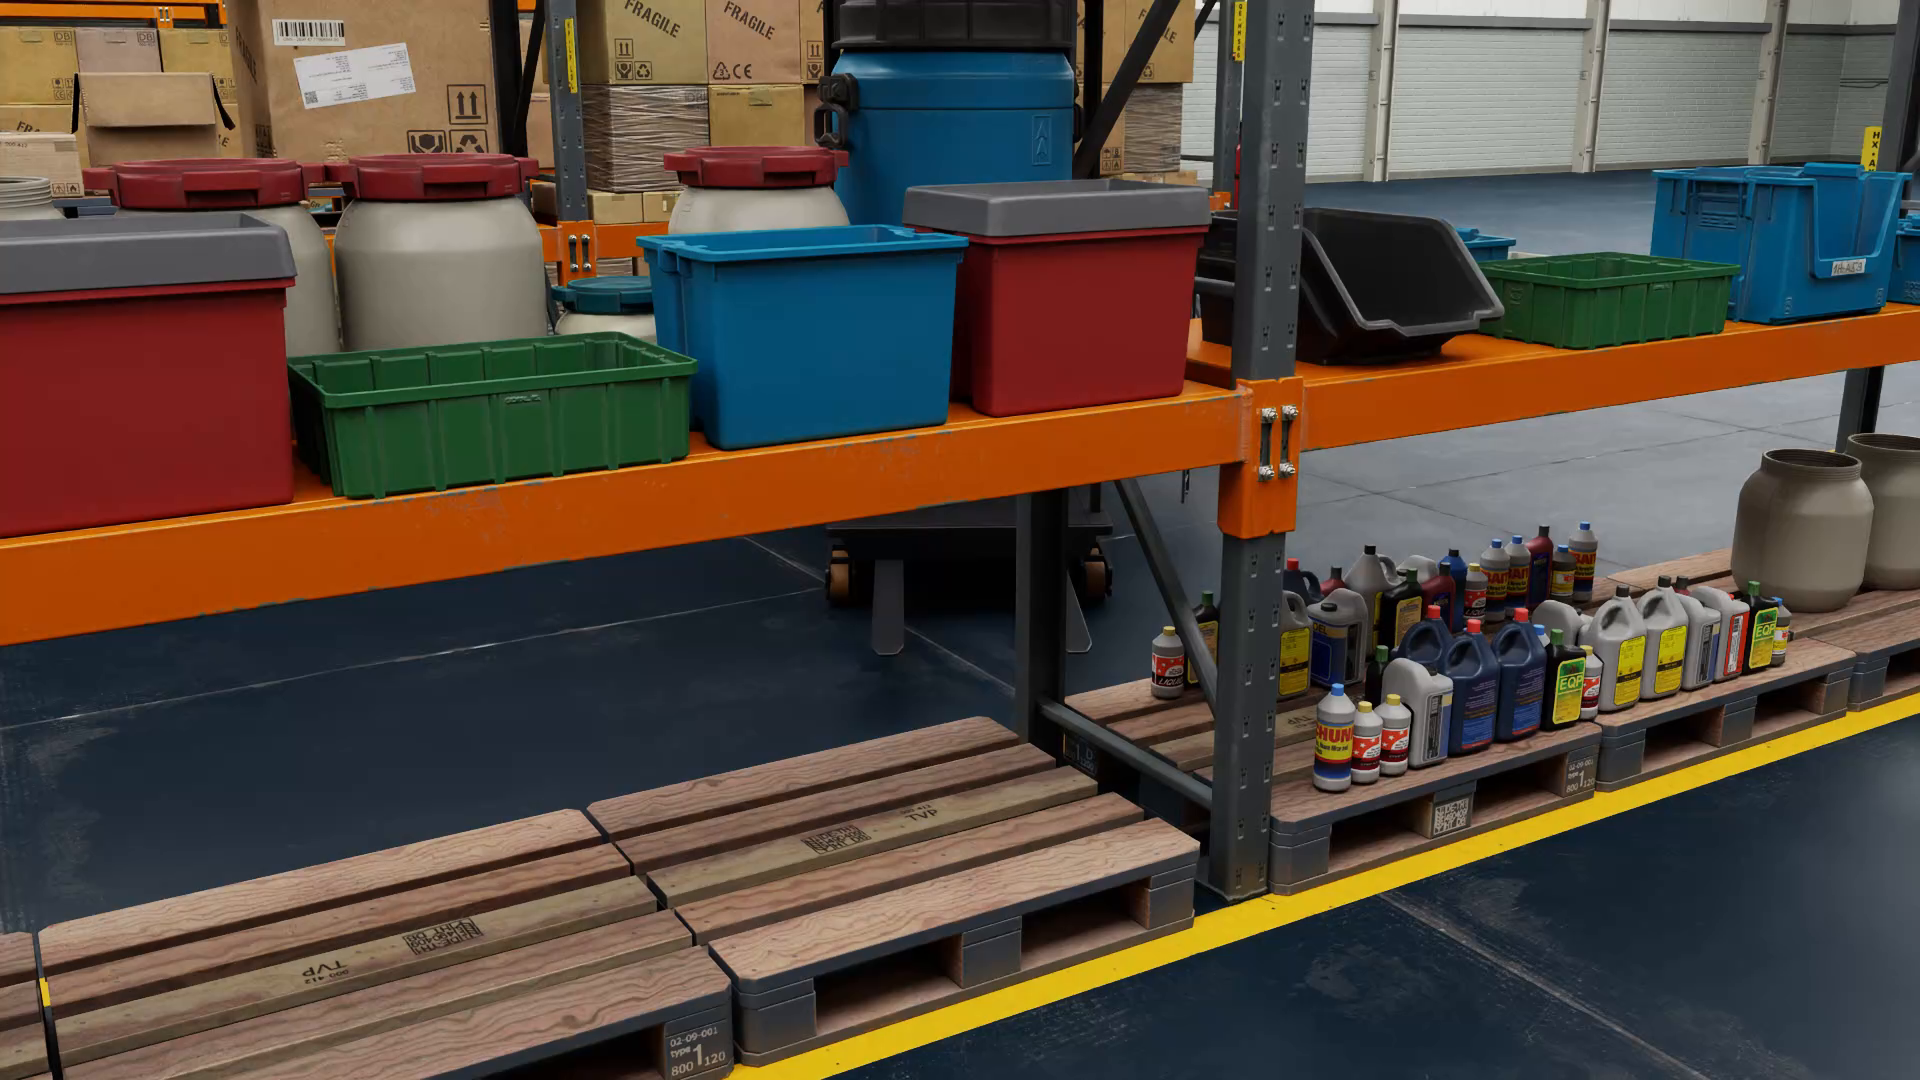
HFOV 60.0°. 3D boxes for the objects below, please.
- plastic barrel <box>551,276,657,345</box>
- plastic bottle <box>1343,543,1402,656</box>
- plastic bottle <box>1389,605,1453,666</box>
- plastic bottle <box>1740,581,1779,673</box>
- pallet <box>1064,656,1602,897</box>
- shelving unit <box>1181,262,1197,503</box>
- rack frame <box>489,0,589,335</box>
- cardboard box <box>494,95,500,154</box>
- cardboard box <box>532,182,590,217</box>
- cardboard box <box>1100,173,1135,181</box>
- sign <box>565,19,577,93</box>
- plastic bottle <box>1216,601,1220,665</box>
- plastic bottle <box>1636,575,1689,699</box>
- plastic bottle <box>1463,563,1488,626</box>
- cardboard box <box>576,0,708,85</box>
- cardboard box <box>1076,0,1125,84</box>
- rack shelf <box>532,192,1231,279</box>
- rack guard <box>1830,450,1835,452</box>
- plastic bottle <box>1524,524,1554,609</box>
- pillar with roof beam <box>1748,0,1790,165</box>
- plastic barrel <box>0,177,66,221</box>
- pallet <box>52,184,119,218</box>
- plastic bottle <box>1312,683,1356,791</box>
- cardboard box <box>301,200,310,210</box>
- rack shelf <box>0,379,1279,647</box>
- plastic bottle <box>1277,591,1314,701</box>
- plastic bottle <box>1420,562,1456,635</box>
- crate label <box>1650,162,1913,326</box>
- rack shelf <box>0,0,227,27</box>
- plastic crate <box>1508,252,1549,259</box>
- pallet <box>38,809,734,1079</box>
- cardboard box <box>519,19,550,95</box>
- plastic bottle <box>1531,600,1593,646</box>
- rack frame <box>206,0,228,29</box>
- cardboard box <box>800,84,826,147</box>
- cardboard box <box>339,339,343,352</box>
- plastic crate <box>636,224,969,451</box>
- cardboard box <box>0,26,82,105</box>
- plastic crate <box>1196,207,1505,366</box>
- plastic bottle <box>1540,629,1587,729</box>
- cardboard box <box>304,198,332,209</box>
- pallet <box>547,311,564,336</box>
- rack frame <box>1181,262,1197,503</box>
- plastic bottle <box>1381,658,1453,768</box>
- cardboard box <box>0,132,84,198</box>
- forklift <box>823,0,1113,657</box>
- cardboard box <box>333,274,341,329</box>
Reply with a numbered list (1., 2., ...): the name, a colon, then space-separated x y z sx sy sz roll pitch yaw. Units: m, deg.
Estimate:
1. plastic barrel: -0.745 -0.440 3.680 0.301 0.262 0.301 0 16 0
2. plastic bottle: 1.314 0.180 5.301 0.185 0.351 0.144 -9 18 -30
3. plastic bottle: 1.300 0.359 4.666 0.185 0.351 0.144 -9 18 -30
4. plastic bottle: 2.458 0.262 5.136 0.133 0.283 0.061 -9 18 -28
5. pallet: 1.066 0.604 4.866 1.213 0.211 1.003 -9 18 -30
6. shelving unit: 0.868 -0.804 8.053 0.503 1.200 0.258 4 16 12
7. rack frame: -2.082 -1.801 8.279 0.127 3.000 1.000 -9 18 -30
8. cardboard box: -3.780 -3.171 12.887 0.550 0.550 0.875 -9 18 -30
9. cardboard box: -2.049 -1.778 8.662 0.250 0.149 0.380 -9 18 -30
10. cardboard box: 0.806 -2.068 9.695 0.250 0.149 0.380 -9 18 -30
11. sign: -1.793 -2.231 7.666 0.005 0.325 0.100 -9 18 -30
12. plastic bottle: 0.872 0.252 5.046 0.185 0.351 0.144 -10 18 -31
13. plastic bottle: 2.060 0.281 4.943 0.185 0.351 0.144 -8 18 -27
14. plastic bottle: 1.718 0.179 5.582 0.097 0.201 0.097 0 16 0
15. cardboard box: -1.565 -2.478 8.103 0.500 0.500 0.500 -9 18 -30
16. cardboard box: 0.577 -2.826 9.344 0.500 0.500 0.500 -9 18 -30
17. rack shelf: -0.368 -1.733 9.368 4.000 0.370 1.077 -9 18 -30
18. rack guard: 3.857 0.014 6.435 0.348 0.500 1.175 -9 18 -30
19. plastic bottle: 1.979 0.092 5.742 0.133 0.283 0.061 -9 18 -29
20. pillar with roof beam: 20.555 -11.973 33.449 0.400 9.000 9.100 -9 18 -30
21. plastic barrel: -1.827 -0.404 3.087 0.421 0.512 0.421 0 16 0
22. pallet: -3.835 -1.438 7.336 1.213 0.211 1.003 -9 18 -30
23. plastic bottle: 0.968 0.504 4.296 0.097 0.271 0.097 0 16 0
24. cardboard box: -6.243 -2.848 15.239 0.500 0.500 0.500 -9 18 -30
25. rack shelf: -1.246 -0.031 3.296 4.000 0.370 1.077 -9 18 -30
26. plastic bottle: 0.947 0.285 4.927 0.185 0.351 0.144 -9 18 -30
27. plastic bottle: 1.510 0.216 5.300 0.133 0.283 0.061 -9 18 -30
28. crate label: 2.459 -0.910 5.034 0.616 0.435 0.502 -9 18 -30
29. rack shelf: -8.900 -4.914 15.159 4.000 0.370 1.077 -9 18 -30
30. plastic crate: 1.730 -0.813 5.241 0.437 0.136 0.530 -9 18 -30
31. pallet: -1.231 0.976 3.537 1.213 0.211 1.003 -9 18 -30
32. cardboard box: -3.271 -3.745 12.934 0.550 0.550 0.875 -9 18 -30
33. plastic bottle: 1.803 0.312 4.971 0.135 0.276 0.152 -9 18 -30
34. rack frame: -7.186 -4.094 16.458 0.127 3.000 1.000 -9 18 -30
35. cardboard box: -0.841 -2.195 8.947 0.500 0.500 0.875 -9 18 -30
36. cardboard box: -3.038 -0.667 8.049 0.500 0.500 0.700 -9 18 -30
37. plastic crate: -0.317 -0.422 3.389 0.575 0.384 0.392 -9 18 -30
38. cardboard box: -6.279 -3.210 11.267 0.500 0.500 0.700 -9 18 -30
39. plastic crate: 0.983 -0.669 4.354 0.504 0.338 0.767 -9 18 -30
40. plastic bottle: 1.699 0.385 4.697 0.133 0.283 0.061 -8 18 -27
41. cardboard box: -6.541 -3.353 16.741 0.500 0.500 0.500 -8 18 -27
42. pallet: -3.858 -1.708 13.112 1.213 0.211 1.003 -9 18 -30
43. rack frame: 1.105 -0.789 8.001 0.015 1.200 0.240 4 16 12
44. plastic bottle: 1.231 0.450 4.478 0.135 0.276 0.152 -8 18 -28
45. cardboard box: -3.956 -1.555 6.900 0.500 0.250 0.500 -10 18 -31
46. forklift: 0.021 -1.243 6.414 1.130 2.935 3.031 -1 16 -2
47. cardboard box: -5.036 -1.975 12.288 0.750 0.750 1.050 -9 18 -30
